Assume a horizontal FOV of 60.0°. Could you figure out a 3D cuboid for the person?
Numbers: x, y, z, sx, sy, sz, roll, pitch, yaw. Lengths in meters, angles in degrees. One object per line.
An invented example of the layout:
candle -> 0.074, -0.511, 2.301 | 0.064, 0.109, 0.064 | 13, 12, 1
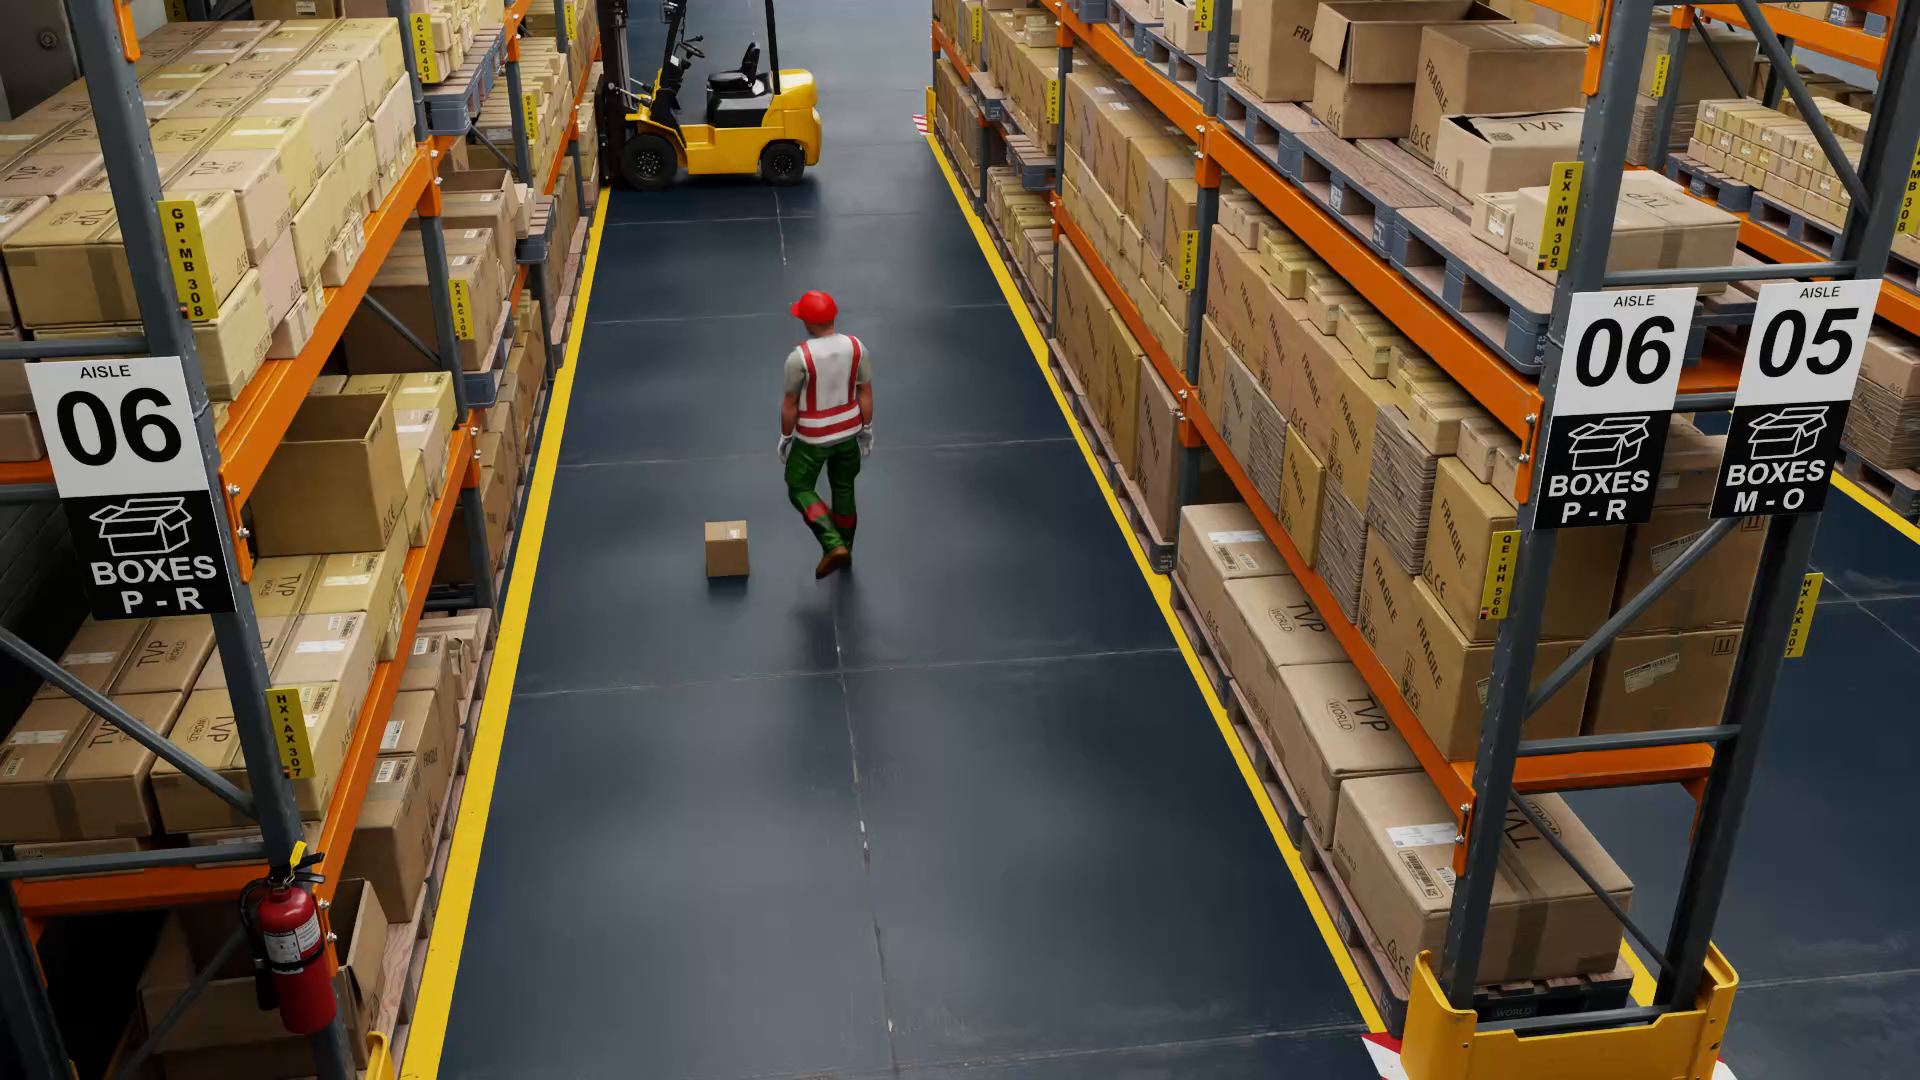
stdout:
person -> -0.994, -0.688, 9.905 | 0.544, 1.786, 0.606 | 2, 27, 5
